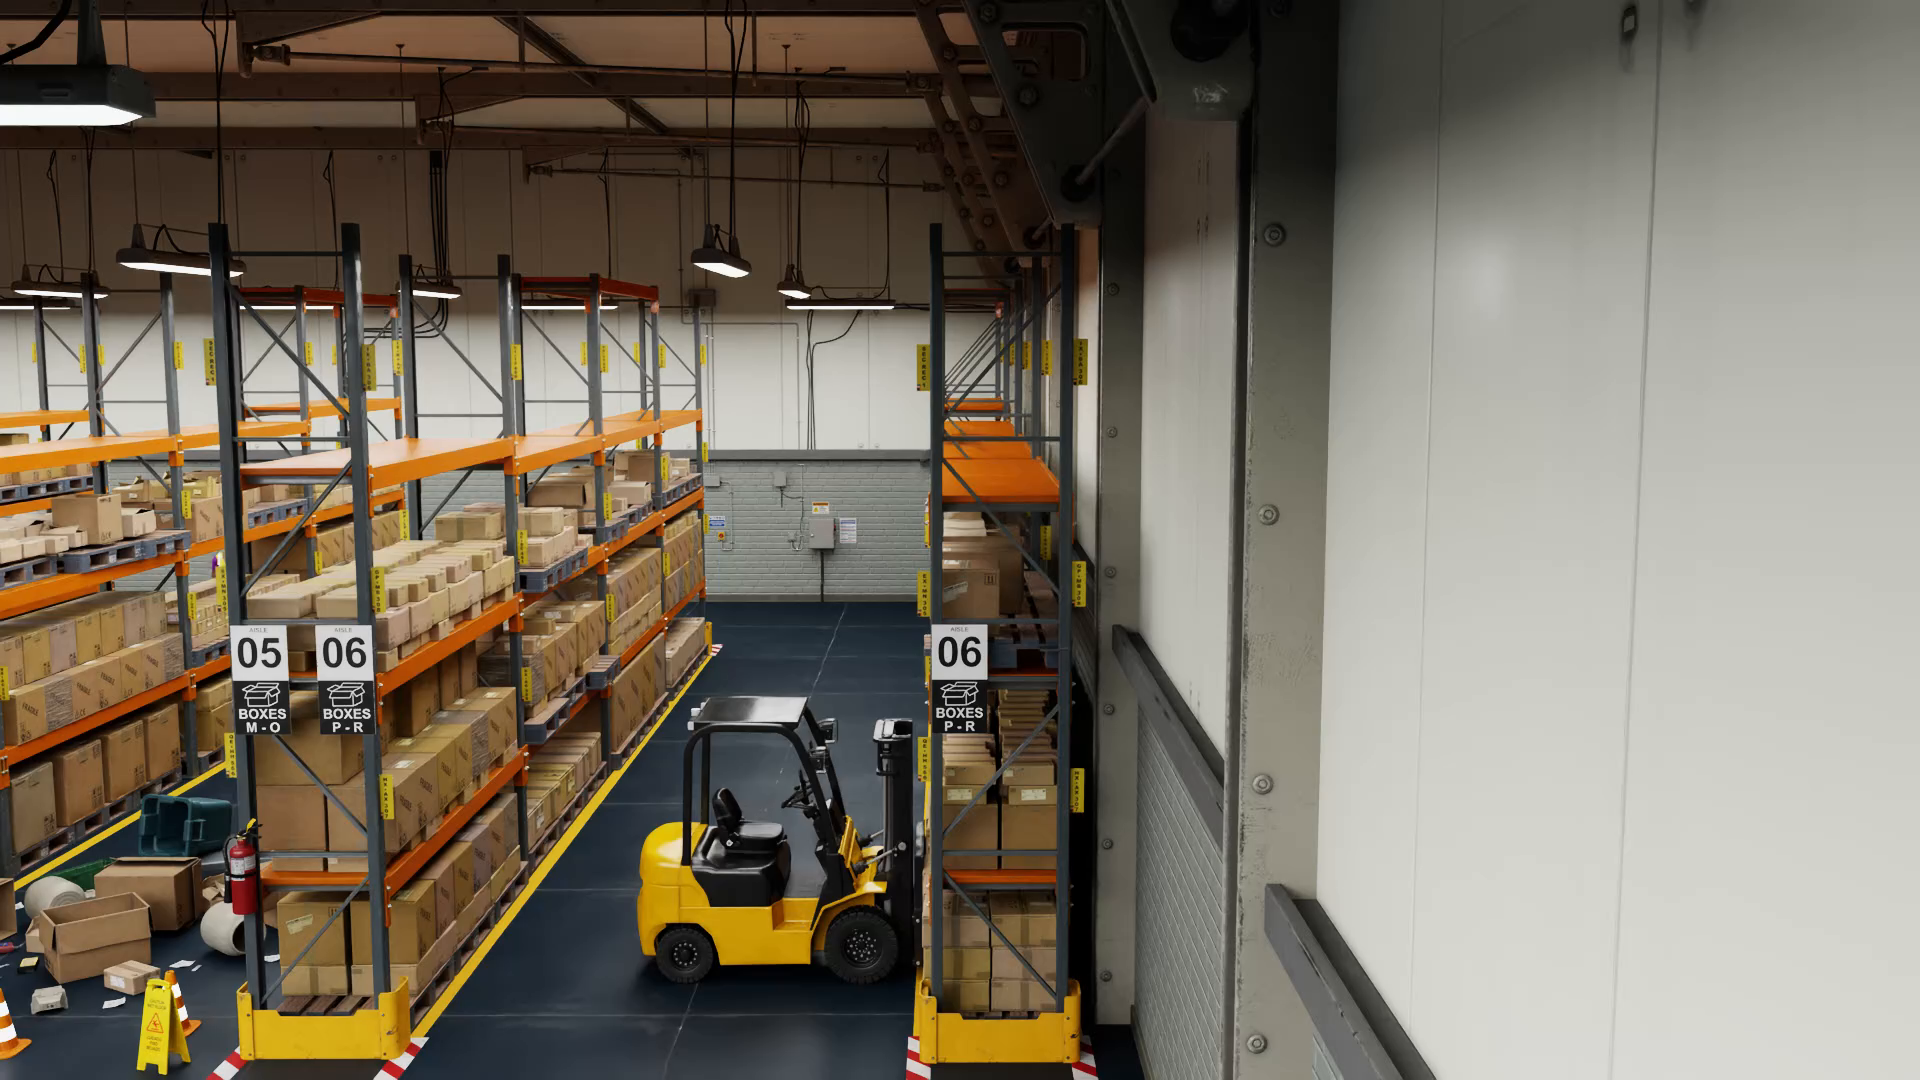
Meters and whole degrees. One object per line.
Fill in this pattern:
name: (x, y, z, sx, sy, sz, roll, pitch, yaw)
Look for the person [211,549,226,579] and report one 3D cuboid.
person: (-13.212, 0.815, 30.054, 0.734, 1.724, 1.080, -1, 7, -4)
